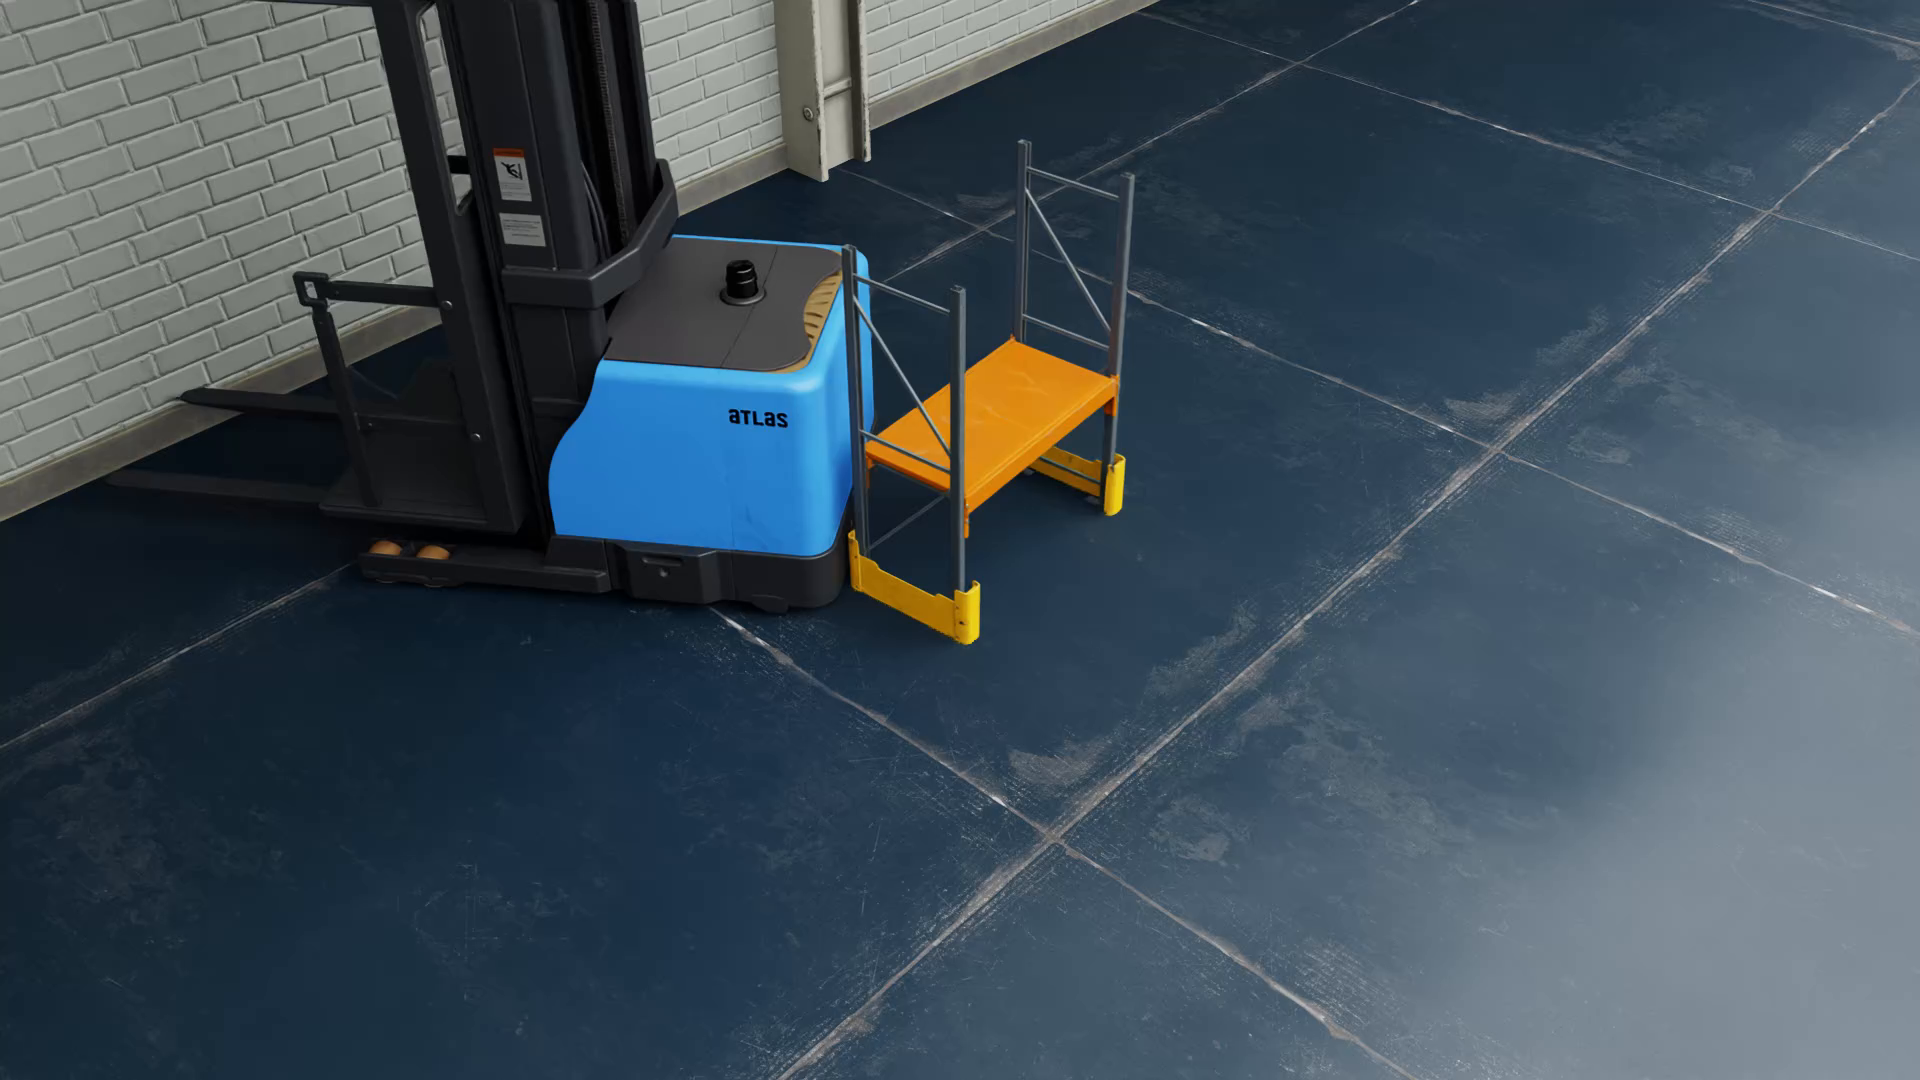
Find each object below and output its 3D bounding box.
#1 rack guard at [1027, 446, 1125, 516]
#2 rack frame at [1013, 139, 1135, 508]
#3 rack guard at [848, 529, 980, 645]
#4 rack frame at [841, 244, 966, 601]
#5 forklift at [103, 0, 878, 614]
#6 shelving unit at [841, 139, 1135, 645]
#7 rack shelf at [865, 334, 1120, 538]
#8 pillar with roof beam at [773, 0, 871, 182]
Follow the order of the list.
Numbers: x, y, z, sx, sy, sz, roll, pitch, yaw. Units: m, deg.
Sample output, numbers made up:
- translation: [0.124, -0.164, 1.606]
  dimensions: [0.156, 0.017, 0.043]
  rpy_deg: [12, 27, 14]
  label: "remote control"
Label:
- translation: [0.421, -0.324, 6.956]
  dimensions: [0.587, 0.250, 0.087]
  rpy_deg: [25, 45, 28]
  label: "rack guard"
- translation: [0.422, -0.814, 6.568]
  dimensions: [0.500, 1.500, 0.032]
  rpy_deg: [25, 45, 28]
  label: "rack frame"
- translation: [-0.179, 0.171, 6.334]
  dimensions: [0.587, 0.250, 0.087]
  rpy_deg: [25, 45, 28]
  label: "rack guard"
- translation: [-0.190, -0.308, 5.933]
  dimensions: [0.500, 1.500, 0.032]
  rpy_deg: [25, 45, 28]
  label: "rack frame"
- translation: [-1.902, -1.280, 6.005]
  dimensions: [3.031, 2.935, 1.130]
  rpy_deg: [5, 39, 6]
  label: "forklift"
- translation: [0.121, -0.566, 6.256]
  dimensions: [0.587, 1.500, 1.083]
  rpy_deg: [25, 45, 28]
  label: "shelving unit"
- translation: [0.116, -0.420, 6.363]
  dimensions: [0.538, 0.185, 1.000]
  rpy_deg: [25, 45, 28]
  label: "rack shelf"
- translation: [2.429, -3.861, 4.375]
  dimensions: [9.100, 9.000, 0.400]
  rpy_deg: [30, 47, 32]
  label: "pillar with roof beam"
